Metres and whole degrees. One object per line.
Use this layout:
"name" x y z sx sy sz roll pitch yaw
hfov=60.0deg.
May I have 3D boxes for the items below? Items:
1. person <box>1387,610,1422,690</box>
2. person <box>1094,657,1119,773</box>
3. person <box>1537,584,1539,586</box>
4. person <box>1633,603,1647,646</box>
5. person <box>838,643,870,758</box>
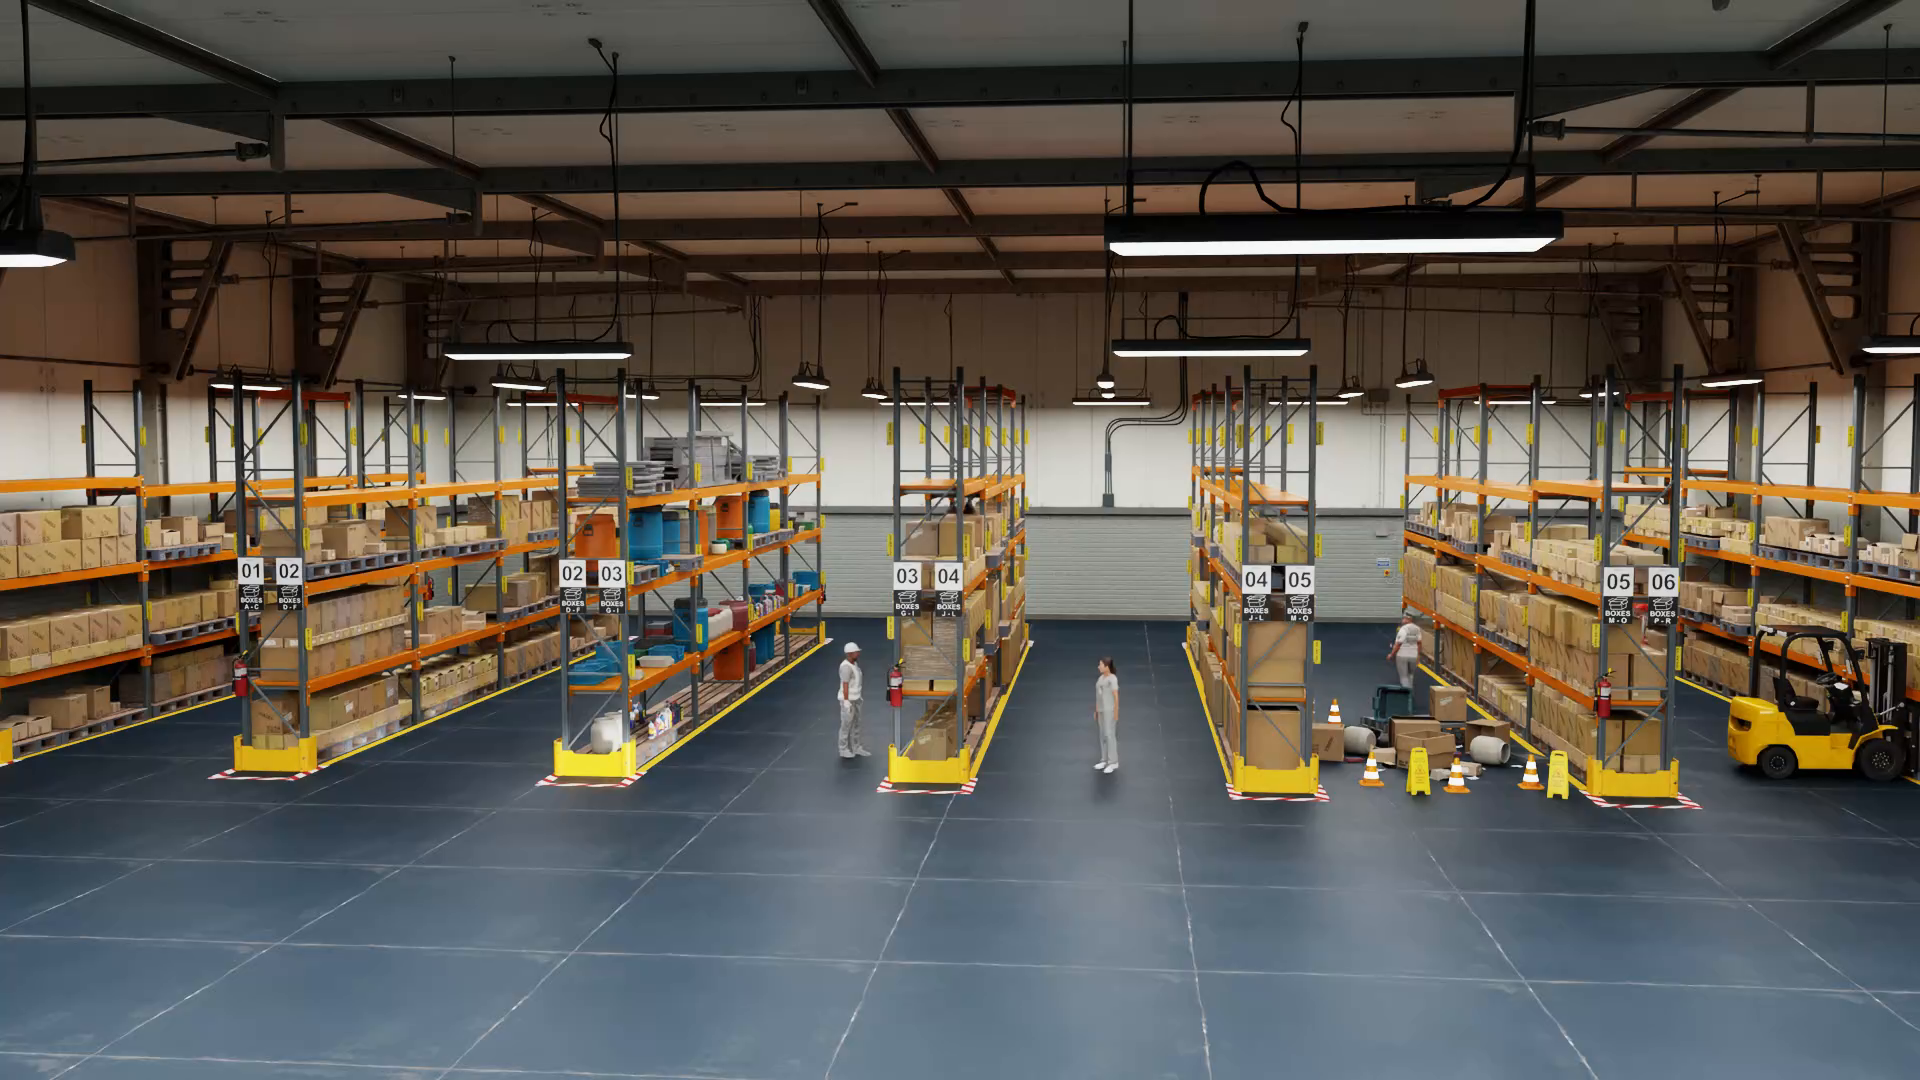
"person" 8.297 2.193 30.990 0.630 1.795 0.771 0 4 -7
"person" 2.204 2.620 25.049 0.377 1.713 0.533 -2 4 -25
"person" 13.084 1.782 38.155 0.521 1.806 0.630 1 4 10
"person" 13.374 2.102 32.906 0.546 1.766 0.521 3 5 44
"person" -1.669 2.497 25.928 0.465 1.801 0.598 1 4 12
